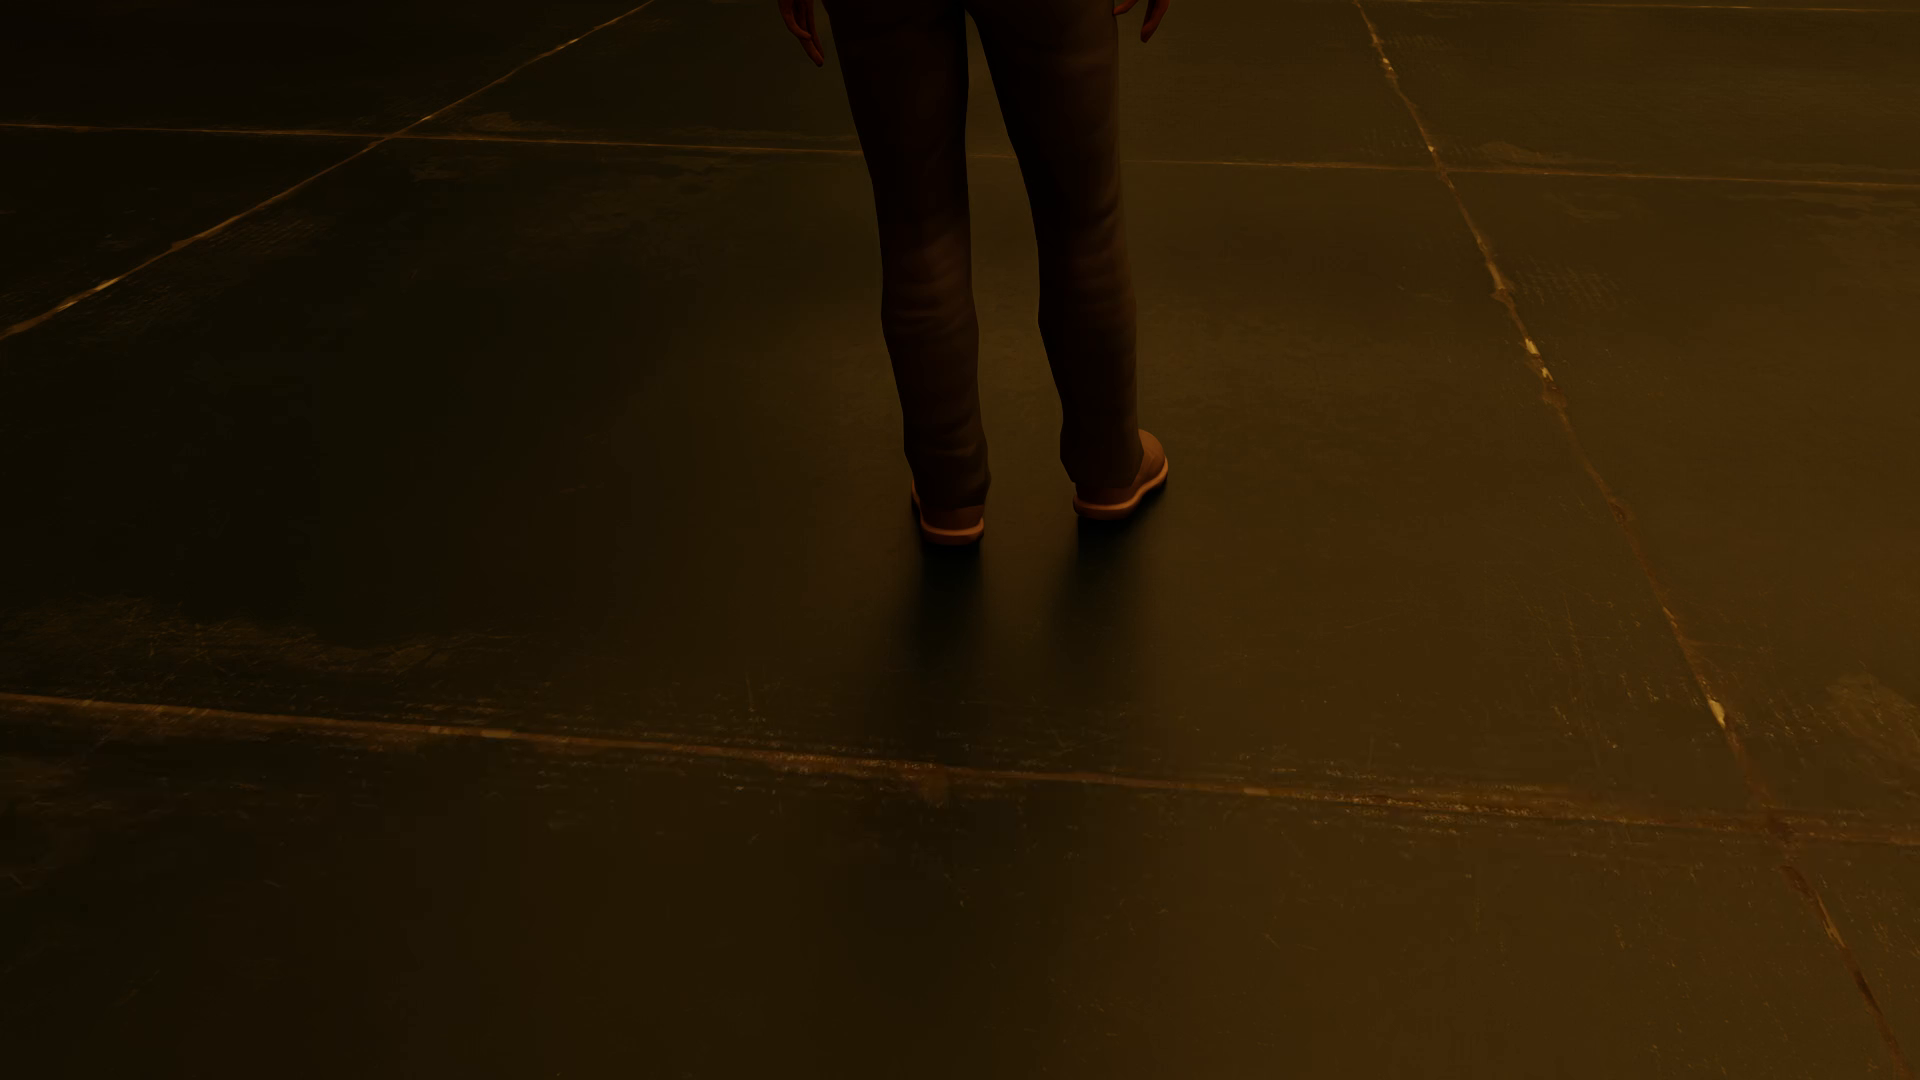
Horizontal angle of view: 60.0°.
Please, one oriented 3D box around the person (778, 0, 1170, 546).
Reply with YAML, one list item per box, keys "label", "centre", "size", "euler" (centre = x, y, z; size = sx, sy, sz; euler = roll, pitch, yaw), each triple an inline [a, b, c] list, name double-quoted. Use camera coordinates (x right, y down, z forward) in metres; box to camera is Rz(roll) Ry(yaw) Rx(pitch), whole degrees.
- label: "person"
  centre: [0.032, -0.784, 2.203]
  size: [0.569, 1.654, 0.504]
  euler: [3, 27, 7]
